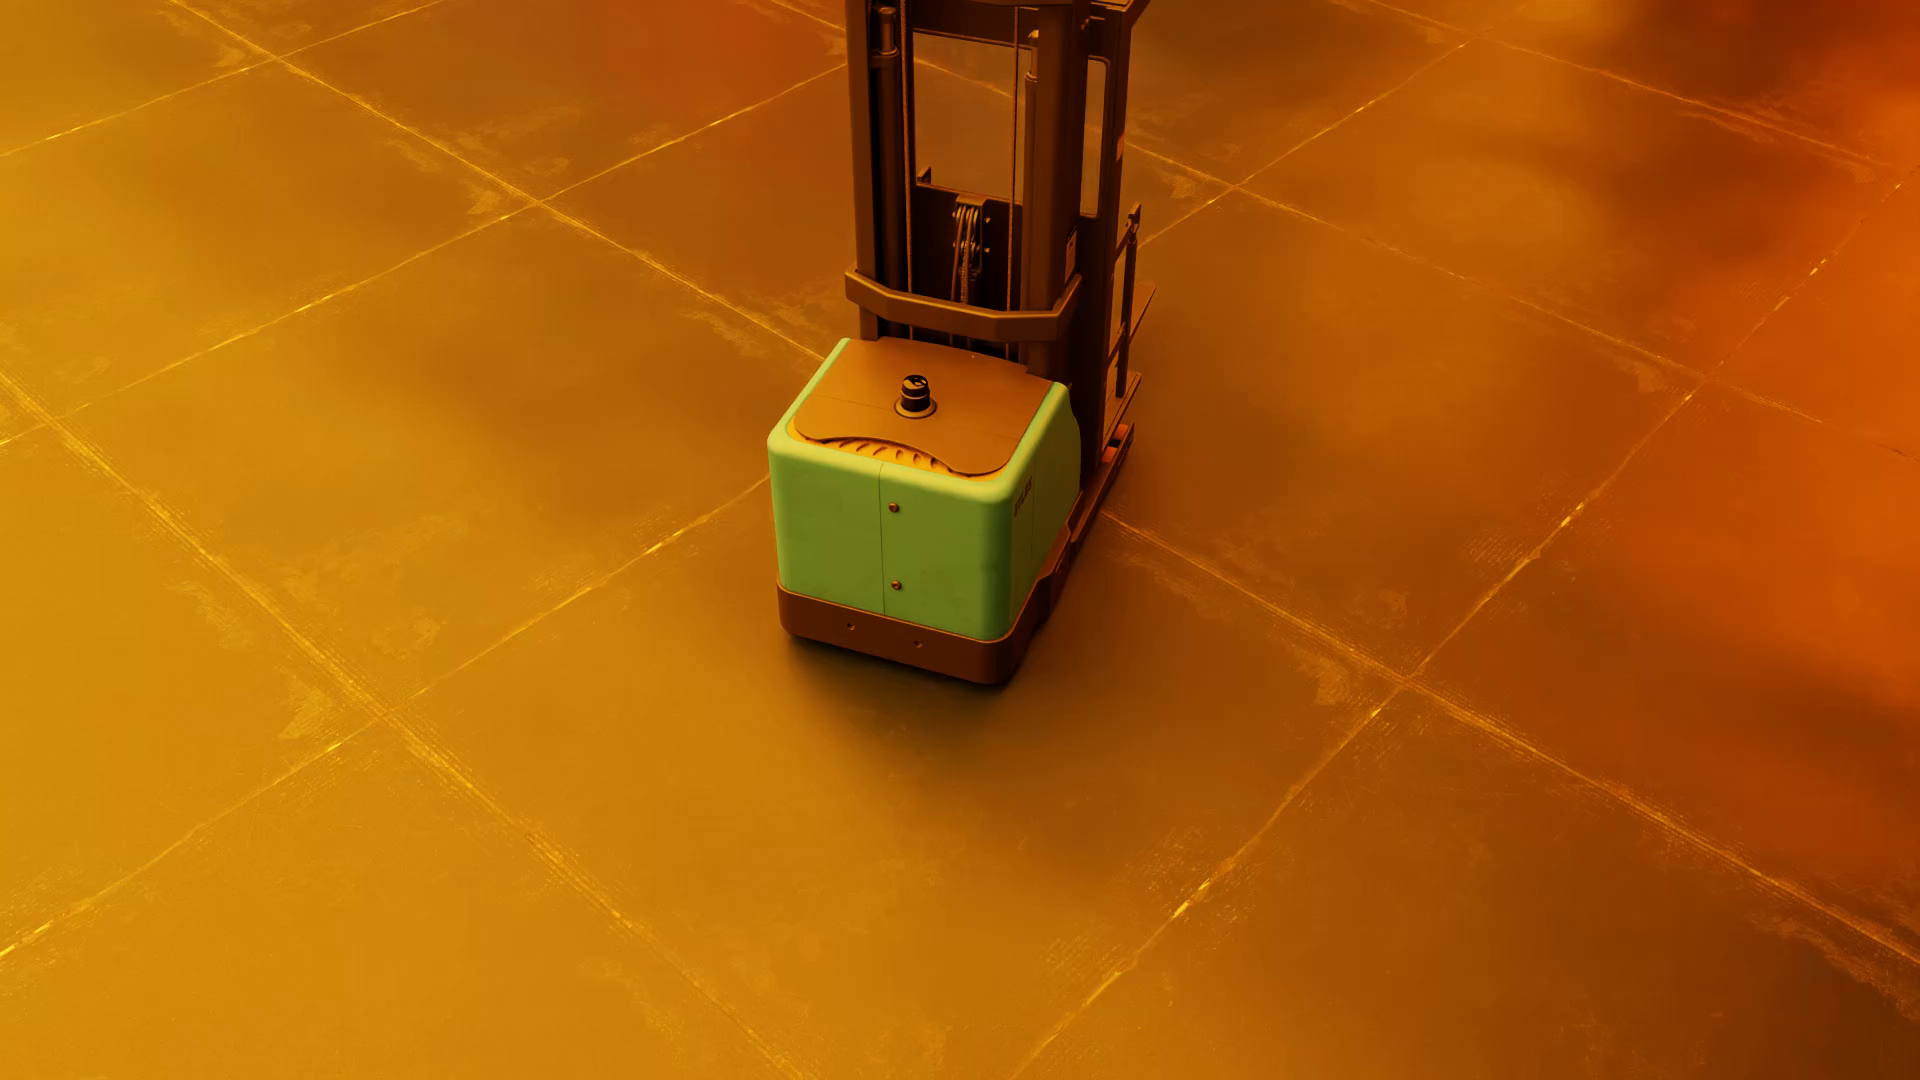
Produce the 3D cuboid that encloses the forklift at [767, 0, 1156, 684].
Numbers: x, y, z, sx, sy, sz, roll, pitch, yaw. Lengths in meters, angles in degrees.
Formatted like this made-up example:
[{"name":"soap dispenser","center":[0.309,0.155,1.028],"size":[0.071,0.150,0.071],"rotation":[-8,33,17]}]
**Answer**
[{"name":"forklift","center":[0.211,-1.484,7.158],"size":[1.130,2.935,3.031],"rotation":[14,42,15]}]
